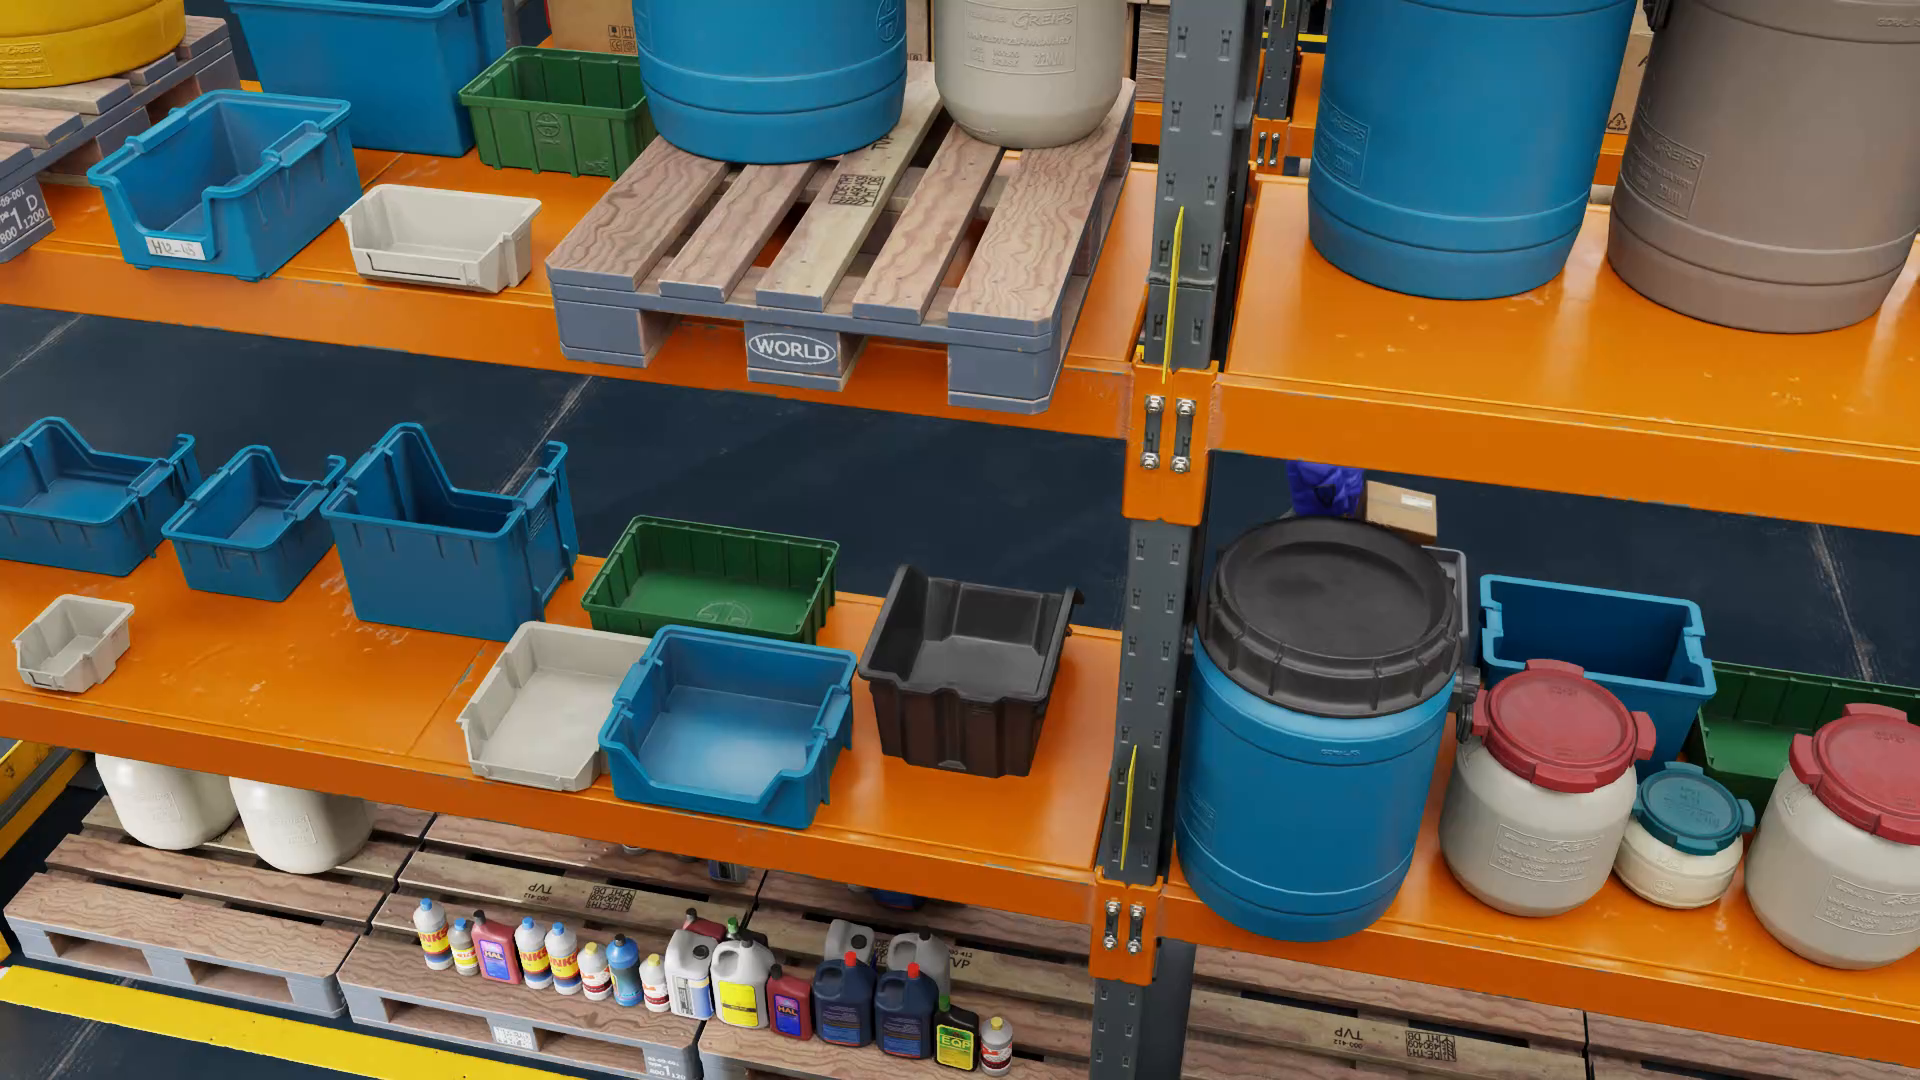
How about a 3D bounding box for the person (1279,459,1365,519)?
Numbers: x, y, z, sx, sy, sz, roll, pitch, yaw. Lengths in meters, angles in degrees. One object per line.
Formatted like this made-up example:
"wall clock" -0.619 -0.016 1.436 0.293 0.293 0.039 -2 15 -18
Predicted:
"person" 1.372 0.073 6.064 0.505 1.656 0.435 7 37 9
